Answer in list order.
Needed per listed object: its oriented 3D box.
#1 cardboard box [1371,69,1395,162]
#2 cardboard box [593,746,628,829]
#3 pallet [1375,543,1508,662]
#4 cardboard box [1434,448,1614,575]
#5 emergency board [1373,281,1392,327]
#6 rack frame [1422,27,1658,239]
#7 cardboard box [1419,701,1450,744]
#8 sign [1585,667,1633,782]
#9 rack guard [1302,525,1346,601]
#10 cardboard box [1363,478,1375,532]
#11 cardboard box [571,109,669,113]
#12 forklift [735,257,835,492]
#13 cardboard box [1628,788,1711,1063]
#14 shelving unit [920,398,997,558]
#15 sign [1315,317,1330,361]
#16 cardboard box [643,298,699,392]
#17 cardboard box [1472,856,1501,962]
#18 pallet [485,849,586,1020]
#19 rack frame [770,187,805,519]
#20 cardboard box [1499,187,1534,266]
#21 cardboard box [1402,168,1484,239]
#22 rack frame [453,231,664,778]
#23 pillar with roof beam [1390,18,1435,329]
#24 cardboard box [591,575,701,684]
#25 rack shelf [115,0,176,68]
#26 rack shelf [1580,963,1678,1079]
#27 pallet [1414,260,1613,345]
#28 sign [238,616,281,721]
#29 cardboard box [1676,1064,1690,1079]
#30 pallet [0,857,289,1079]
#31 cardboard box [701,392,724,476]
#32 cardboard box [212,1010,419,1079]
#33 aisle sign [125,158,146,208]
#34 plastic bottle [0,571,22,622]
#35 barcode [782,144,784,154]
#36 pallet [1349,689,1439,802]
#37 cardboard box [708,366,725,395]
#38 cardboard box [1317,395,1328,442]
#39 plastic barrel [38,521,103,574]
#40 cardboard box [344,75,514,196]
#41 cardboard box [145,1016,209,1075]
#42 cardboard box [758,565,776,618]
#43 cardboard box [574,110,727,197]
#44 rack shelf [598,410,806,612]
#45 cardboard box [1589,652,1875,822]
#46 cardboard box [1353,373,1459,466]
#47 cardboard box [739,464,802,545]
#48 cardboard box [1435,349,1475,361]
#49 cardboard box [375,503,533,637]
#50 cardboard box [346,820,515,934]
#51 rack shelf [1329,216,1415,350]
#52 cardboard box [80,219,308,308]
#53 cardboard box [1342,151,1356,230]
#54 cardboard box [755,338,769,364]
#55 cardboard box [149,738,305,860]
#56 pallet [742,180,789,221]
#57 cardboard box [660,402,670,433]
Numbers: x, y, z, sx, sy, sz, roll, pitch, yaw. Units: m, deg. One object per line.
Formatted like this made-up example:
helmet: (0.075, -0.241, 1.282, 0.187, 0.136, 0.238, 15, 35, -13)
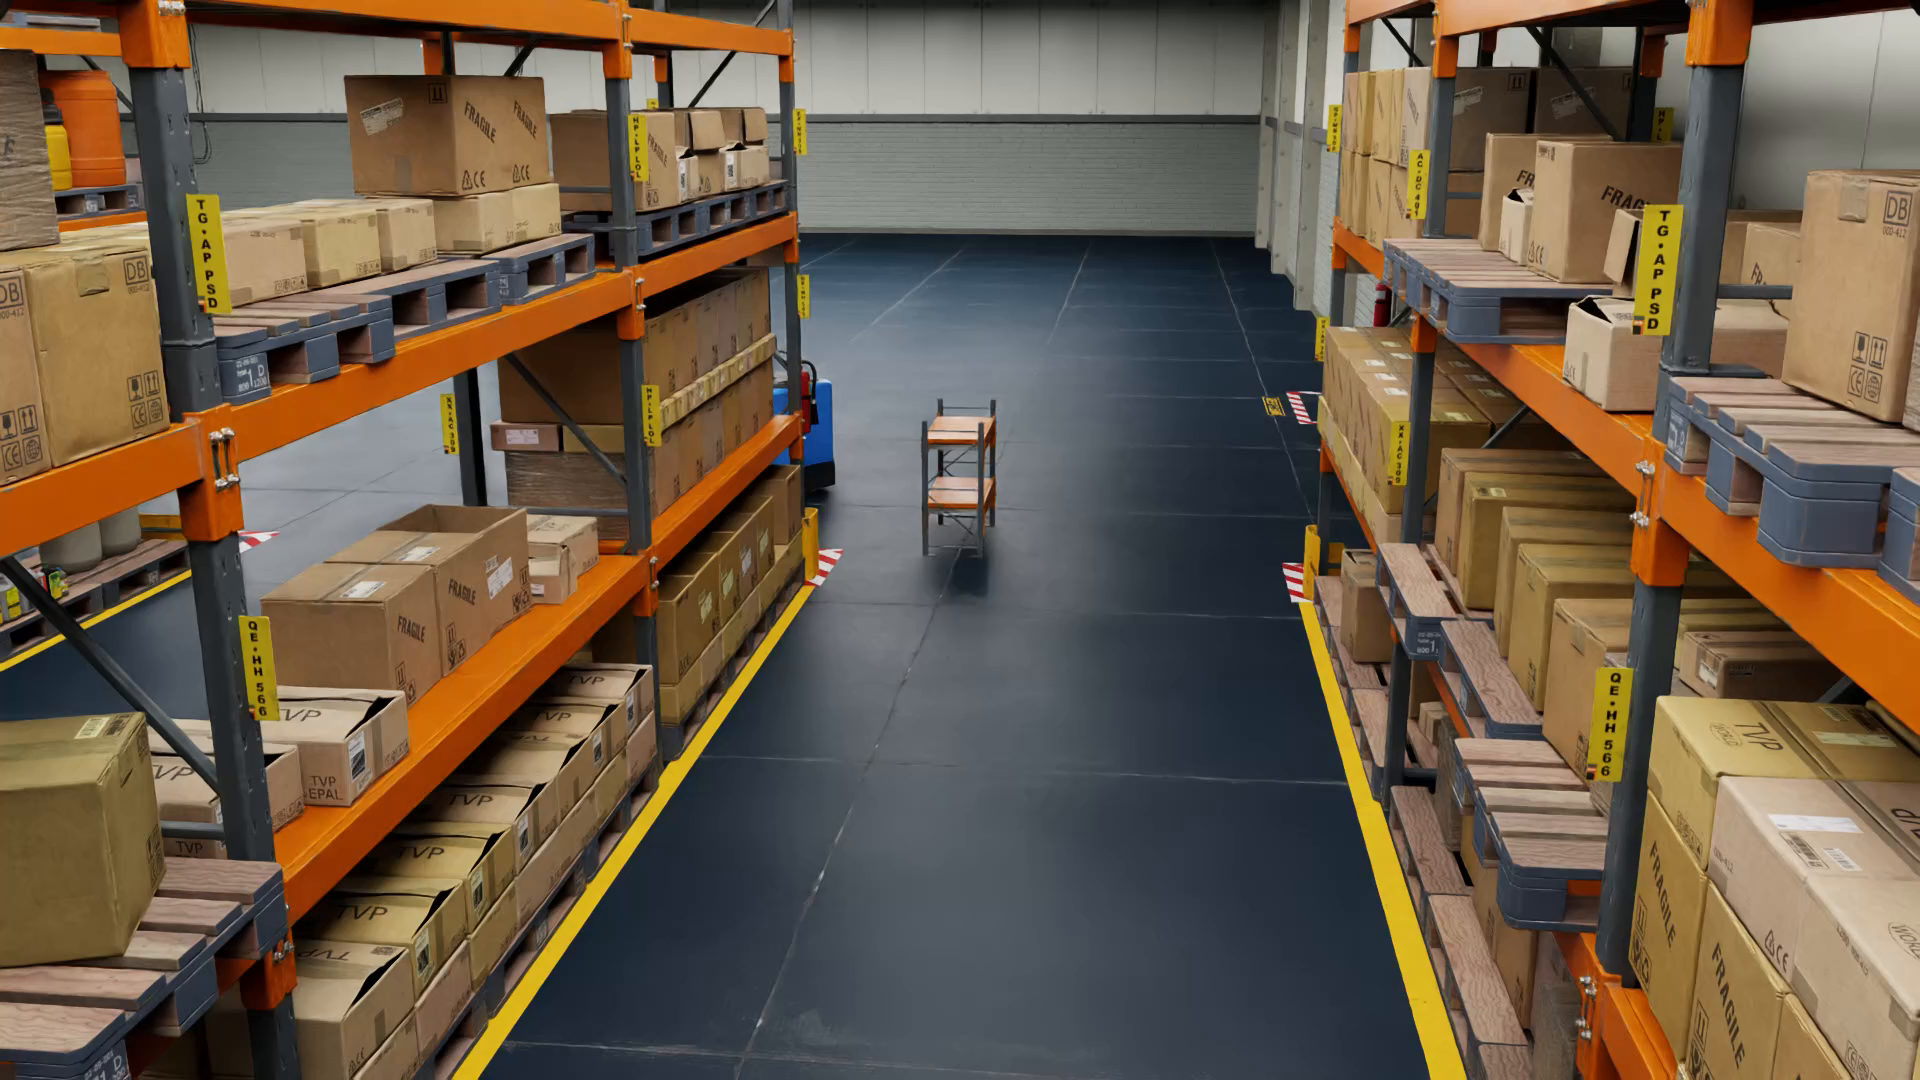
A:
cardboard box: (2.639, -2.408, 9.427, 0.500, 0.500, 0.500, 1, 15, 4)
cardboard box: (-1.988, 1.224, 8.352, 0.500, 0.250, 0.500, 1, 15, 5)
pallet: (2.521, 0.284, 7.734, 1.003, 0.211, 1.213, 2, 15, 6)
cardboard box: (2.660, -0.132, 7.871, 0.700, 0.500, 0.500, 2, 15, 6)
emergency board: (4.977, -3.029, 19.618, 0.194, 1.169, 0.643, 2, 15, 6)
rack frame: (2.752, -2.899, 7.643, 1.000, 3.000, 0.127, 2, 15, 6)
cardboard box: (2.782, 1.013, 9.255, 0.380, 0.166, 0.250, 0, 15, -1)
sign: (1.760, 0.500, 4.499, 0.100, 0.325, 0.005, 2, 15, 6)
rack guard: (3.194, 0.186, 12.516, 1.175, 0.500, 0.348, 2, 15, 6)
cardboard box: (2.568, -0.201, 9.407, 0.500, 0.250, 0.500, 2, 15, 7)
cardboard box: (-2.178, -2.529, 10.758, 0.500, 0.500, 0.500, 2, 15, 6)
forklift: (-2.608, -2.051, 16.133, 3.031, 2.935, 1.130, 14, 20, 41)
cardboard box: (1.991, 0.952, 4.097, 0.500, 0.500, 0.500, 2, 15, 8)
shelving unit: (-0.001, -0.541, 14.009, 0.538, 1.125, 1.048, 2, 15, 6)
sign: (2.664, -1.474, 12.209, 0.100, 0.325, 0.005, 2, 15, 6)
cardboard box: (-2.014, -1.199, 10.171, 0.700, 0.500, 0.500, 2, 15, 6)
cardboard box: (2.579, 1.449, 7.001, 0.700, 0.500, 0.500, 2, 15, 7)
pallet: (-2.350, 1.708, 7.442, 1.003, 0.211, 1.213, 2, 15, 6)
rack frame: (-1.719, -1.185, 12.799, 1.000, 3.000, 0.127, 2, 15, 6)
cardboard box: (2.541, -1.311, 6.885, 0.500, 0.311, 0.500, 2, 15, 8)
cardboard box: (2.563, -1.648, 8.533, 0.500, 0.500, 0.500, 2, 15, 8)
rack frame: (-2.171, -0.148, 8.962, 1.000, 3.000, 0.127, 2, 15, 6)
pillar with roof beam: (0.383, -5.412, 16.938, 9.100, 9.000, 0.400, 2, 15, 6)
cardboard box: (-1.807, 0.504, 9.579, 0.500, 0.500, 0.500, 2, 15, 6)
rack shelf: (-2.848, -0.947, 2.570, 1.077, 0.370, 4.000, 2, 15, 6)
rack shelf: (2.075, 1.901, 2.765, 1.077, 0.370, 4.000, 2, 15, 6)
pallet: (2.462, -0.934, 6.483, 1.213, 0.211, 1.003, 2, 15, 6)
sign: (-2.082, 0.382, 4.935, 0.100, 0.325, 0.005, 2, 15, 6)
cardboard box: (1.882, 1.356, 3.843, 0.380, 0.149, 0.250, 2, 15, 8)
pallet: (-2.629, 1.160, 4.493, 1.213, 0.211, 1.003, 2, 15, 6)
cardboard box: (-1.957, -0.711, 10.854, 0.700, 0.500, 0.500, 2, 15, 8)
cardboard box: (-2.271, 1.887, 5.900, 0.500, 0.250, 0.500, 2, 15, 6)
aisle sign: (-6.337, -2.597, 13.039, 0.394, 0.787, 0.004, 2, 15, 6)
plastic bottle: (-6.498, 0.367, 11.290, 0.144, 0.351, 0.185, 2, 15, 9)
barcode: (-1.274, -2.821, 11.989, 0.001, 0.075, 0.075, 2, 15, 6)
pallet: (2.792, 1.168, 9.438, 1.003, 0.211, 1.213, 2, 15, 6)
cardboard box: (-1.746, -1.040, 10.826, 0.380, 0.149, 0.250, 1, 15, 5)
cardboard box: (2.832, -0.860, 11.846, 0.500, 0.250, 0.500, 1, 15, 5)
plastic barrel: (-6.696, -0.031, 12.491, 0.421, 0.512, 0.421, 0, 15, 0)
cardboard box: (-2.321, -1.781, 7.301, 0.500, 0.500, 0.500, 3, 15, 12)
cardboard box: (-2.808, 1.600, 5.886, 0.500, 0.311, 0.500, 2, 15, 8)
cardboard box: (-1.586, 0.347, 11.596, 0.500, 0.250, 0.500, 2, 15, 6)
cardboard box: (-1.860, -2.339, 10.050, 0.797, 0.503, 0.637, 3, 16, 12)
rack shelf: (-1.945, -0.319, 10.974, 1.077, 0.370, 4.000, 2, 15, 6)
cardboard box: (2.343, 0.652, 4.971, 0.700, 0.500, 0.500, 0, 15, 0)
cardboard box: (2.616, -0.694, 9.793, 0.500, 0.500, 0.500, 1, 15, 5)
cardboard box: (-1.484, -0.275, 12.458, 0.500, 0.500, 0.500, 2, 15, 6)
cardboard box: (3.240, -0.947, 10.728, 0.500, 0.500, 0.500, 1, 15, 5)
cardboard box: (-2.333, 0.139, 7.709, 0.500, 0.500, 0.500, 3, 15, 10)
cardboard box: (-2.161, 1.348, 6.820, 0.500, 0.311, 0.500, 1, 15, 5)
rack shelf: (2.977, -1.622, 10.047, 1.077, 0.370, 4.000, 2, 15, 6)
cardboard box: (-2.586, -0.944, 5.645, 0.500, 0.250, 0.500, 2, 15, 8)
cardboard box: (2.821, -2.329, 11.051, 0.500, 0.500, 0.500, 3, 15, 10)
cardboard box: (-1.601, -1.374, 12.063, 0.380, 0.149, 0.250, 2, 15, 8)
cardboard box: (-2.538, 0.840, 5.481, 0.500, 0.311, 0.500, 3, 15, 10)
pallet: (-1.825, -2.408, 11.743, 1.003, 0.211, 1.213, 2, 15, 6)
cardboard box: (-1.892, -0.705, 9.590, 0.380, 0.149, 0.250, 1, 15, 5)
